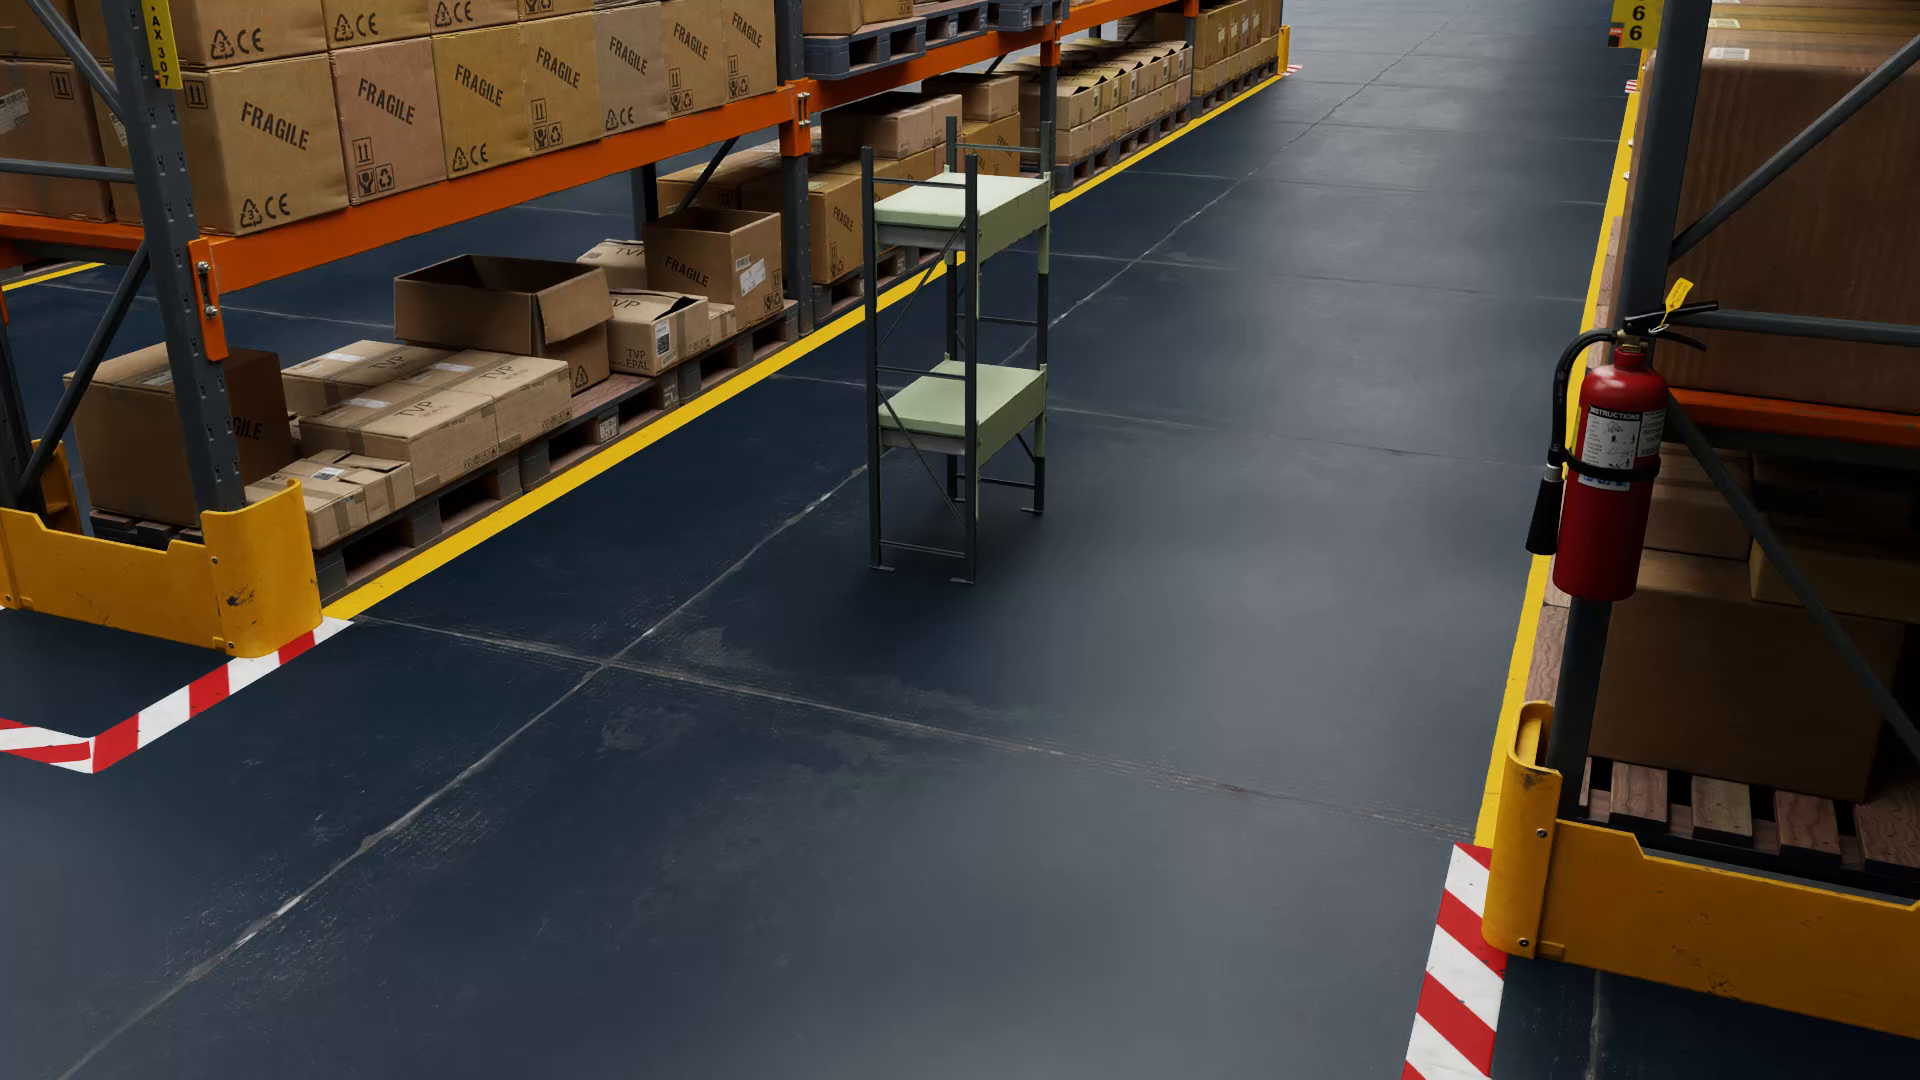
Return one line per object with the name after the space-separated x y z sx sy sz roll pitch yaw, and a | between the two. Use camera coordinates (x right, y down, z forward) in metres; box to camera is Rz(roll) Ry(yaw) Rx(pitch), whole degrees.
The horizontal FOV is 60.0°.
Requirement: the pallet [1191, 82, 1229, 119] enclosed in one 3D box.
2.036 -4.400 16.509 1.003 0.211 1.213 9 24 20 | pallet

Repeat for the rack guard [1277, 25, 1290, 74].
3.196 -5.694 19.234 1.175 0.500 0.348 9 24 20 | rack guard

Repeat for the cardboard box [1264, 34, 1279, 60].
3.262 -5.530 18.620 0.500 0.250 0.500 9 24 20 | cardboard box

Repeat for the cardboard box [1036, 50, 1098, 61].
0.935 -4.116 14.506 0.500 0.311 0.500 8 24 18 | cardboard box

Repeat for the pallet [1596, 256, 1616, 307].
3.999 -1.275 9.029 1.003 0.211 1.213 9 24 20 | pallet

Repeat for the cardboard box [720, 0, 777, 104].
-1.218 -2.375 7.915 0.500 0.500 0.500 9 24 21 | cardboard box

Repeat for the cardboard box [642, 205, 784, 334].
-1.218 -1.350 8.262 0.500 0.500 0.500 9 24 20 | cardboard box

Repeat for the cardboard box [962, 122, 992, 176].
-0.106 -2.472 10.950 0.500 0.500 0.500 8 24 18 | cardboard box

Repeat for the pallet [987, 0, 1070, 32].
0.029 -3.635 11.310 1.213 0.211 1.003 9 24 20 | pallet

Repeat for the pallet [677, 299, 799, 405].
-1.526 -1.012 8.400 1.003 0.211 1.213 9 24 20 | pallet

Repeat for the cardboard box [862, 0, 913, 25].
-0.690 -3.177 9.291 0.700 0.500 0.500 13 26 28 | cardboard box

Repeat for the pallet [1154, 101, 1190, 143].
1.464 -3.852 15.197 1.003 0.211 1.213 9 24 20 | pallet

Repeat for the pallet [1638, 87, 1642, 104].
6.970 -4.097 15.784 1.003 0.211 1.213 9 24 20 | pallet

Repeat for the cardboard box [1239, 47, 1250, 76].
2.716 -4.991 17.331 0.500 0.250 0.500 9 24 20 | cardboard box

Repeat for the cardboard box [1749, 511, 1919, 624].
2.151 0.063 4.063 0.380 0.149 0.250 9 24 20 | cardboard box

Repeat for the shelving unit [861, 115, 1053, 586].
0.002 -0.694 5.967 0.431 1.500 0.755 9 24 20 | shelving unit

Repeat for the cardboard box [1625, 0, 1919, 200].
2.577 -1.261 4.989 0.980 0.700 0.700 8 24 17 | cardboard box

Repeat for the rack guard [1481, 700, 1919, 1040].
1.836 0.756 3.790 1.175 0.500 0.348 9 24 20 | rack guard

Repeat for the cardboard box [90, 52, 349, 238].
-2.346 -1.281 5.294 0.500 0.500 0.500 9 24 21 | cardboard box

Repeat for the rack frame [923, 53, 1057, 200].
0.216 -3.976 11.878 1.000 3.000 0.127 9 24 20 | rack frame

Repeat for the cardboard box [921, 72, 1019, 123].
0.069 -2.983 11.199 0.500 0.250 0.500 10 25 22 | cardboard box

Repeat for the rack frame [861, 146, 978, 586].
-0.133 -0.563 5.653 0.400 1.500 0.023 9 24 20 | rack frame

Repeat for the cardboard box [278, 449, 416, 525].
-2.188 -0.199 5.940 0.380 0.166 0.250 9 24 20 | cardboard box

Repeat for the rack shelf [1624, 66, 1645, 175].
4.073 -2.221 8.608 1.077 0.370 4.000 9 24 20 | rack shelf

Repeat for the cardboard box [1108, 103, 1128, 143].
1.056 -3.414 13.553 0.500 0.250 0.500 8 24 19 | cardboard box

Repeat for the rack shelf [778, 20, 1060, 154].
-0.527 -2.929 10.303 1.077 0.370 4.000 9 24 20 | rack shelf

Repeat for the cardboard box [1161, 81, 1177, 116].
1.627 -3.962 14.866 0.500 0.250 0.500 8 24 19 | cardboard box

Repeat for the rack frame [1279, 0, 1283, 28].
3.187 -6.839 18.731 1.000 3.000 0.127 9 24 20 | rack frame

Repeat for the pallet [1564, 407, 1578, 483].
2.975 -0.289 6.669 1.003 0.211 1.213 9 24 20 | pallet

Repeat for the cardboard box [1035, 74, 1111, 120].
0.870 -3.495 13.020 0.500 0.311 0.500 8 24 19 | cardboard box

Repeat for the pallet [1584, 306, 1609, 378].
3.547 -0.837 7.980 1.003 0.211 1.213 9 24 20 | pallet

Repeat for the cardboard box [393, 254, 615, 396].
-1.963 -0.923 7.236 0.797 0.503 0.637 9 24 20 | cardboard box

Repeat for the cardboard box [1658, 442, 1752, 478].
1.985 -0.174 4.631 0.380 0.149 0.250 9 24 21 | cardboard box

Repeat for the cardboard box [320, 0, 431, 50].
-2.159 -1.930 5.552 0.500 0.500 0.500 9 24 21 | cardboard box

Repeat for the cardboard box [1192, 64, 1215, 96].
2.155 -4.455 16.047 0.500 0.250 0.500 9 24 20 | cardboard box

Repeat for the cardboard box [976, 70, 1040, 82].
0.369 -3.570 13.199 0.500 0.311 0.500 8 24 19 | cardboard box

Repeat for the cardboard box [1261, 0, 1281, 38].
3.264 -5.876 18.475 0.500 0.500 0.500 9 24 20 | cardboard box

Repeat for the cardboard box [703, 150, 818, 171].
-1.161 -1.988 9.789 0.500 0.500 0.500 9 24 20 | cardboard box

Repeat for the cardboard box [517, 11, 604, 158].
-1.783 -1.824 6.595 0.500 0.500 0.500 9 24 21 | cardboard box

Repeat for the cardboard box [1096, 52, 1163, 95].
1.442 -4.040 14.326 0.500 0.311 0.500 9 24 20 | cardboard box

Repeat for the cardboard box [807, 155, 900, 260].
-0.676 -1.925 9.640 0.500 0.500 0.500 9 24 21 | cardboard box

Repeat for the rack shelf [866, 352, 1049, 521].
0.002 -0.394 6.092 0.431 0.370 0.720 9 24 20 | rack shelf

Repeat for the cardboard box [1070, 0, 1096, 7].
0.728 -4.228 12.595 0.500 0.311 0.500 8 24 19 | cardboard box

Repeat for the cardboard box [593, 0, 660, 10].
-1.593 -2.470 6.845 0.500 0.500 0.500 9 24 20 | cardboard box

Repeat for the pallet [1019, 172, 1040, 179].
-0.097 -2.428 11.789 1.003 0.211 1.213 9 24 20 | pallet

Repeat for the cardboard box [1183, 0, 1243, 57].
2.536 -5.158 16.756 0.500 0.500 0.500 9 24 20 | cardboard box

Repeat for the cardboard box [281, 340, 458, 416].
-2.402 -0.613 6.823 0.500 0.250 0.500 9 24 20 | cardboard box
